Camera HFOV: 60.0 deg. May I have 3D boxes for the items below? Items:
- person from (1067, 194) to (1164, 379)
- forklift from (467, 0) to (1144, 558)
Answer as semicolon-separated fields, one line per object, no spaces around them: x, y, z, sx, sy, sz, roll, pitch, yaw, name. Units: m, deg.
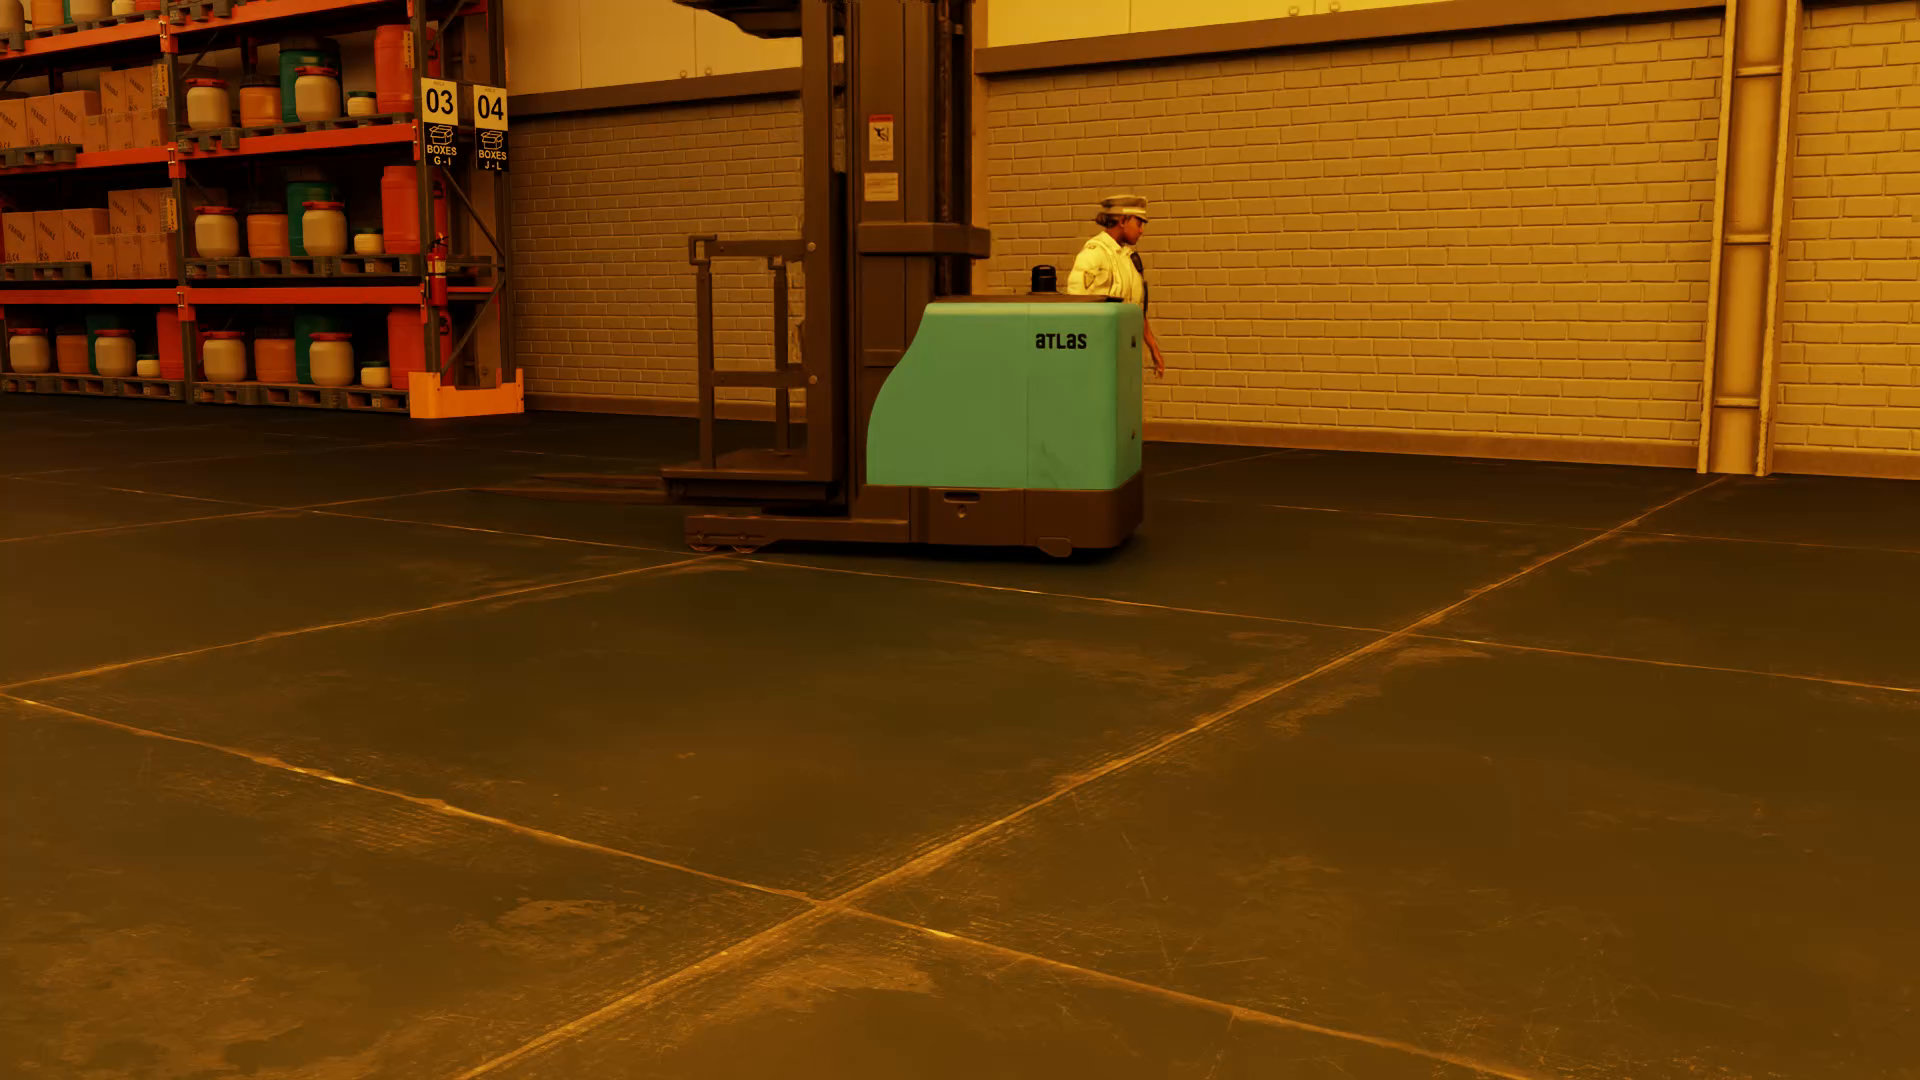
0.747;-0.942;8.510;0.406;1.625;0.691;5;9;31;person
-0.722;-1.461;7.467;3.031;2.935;1.130;2;8;13;forklift
